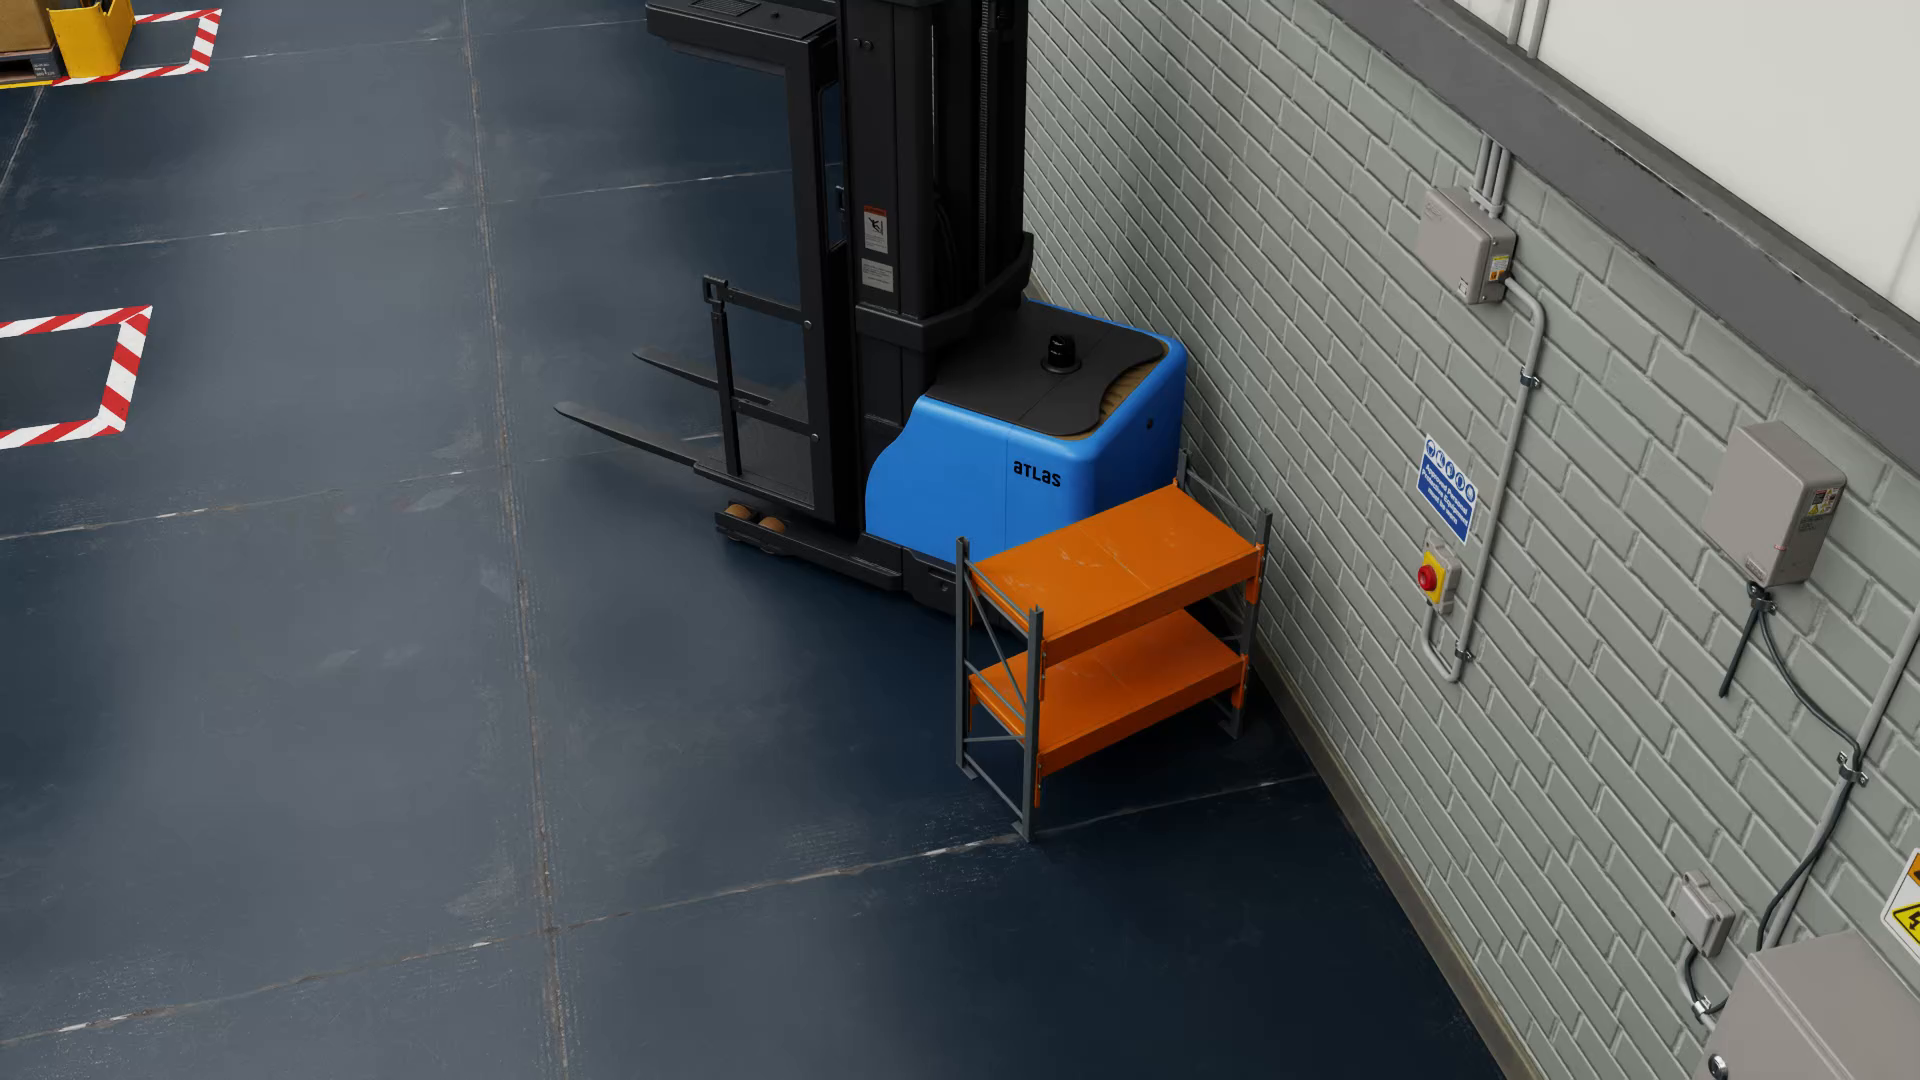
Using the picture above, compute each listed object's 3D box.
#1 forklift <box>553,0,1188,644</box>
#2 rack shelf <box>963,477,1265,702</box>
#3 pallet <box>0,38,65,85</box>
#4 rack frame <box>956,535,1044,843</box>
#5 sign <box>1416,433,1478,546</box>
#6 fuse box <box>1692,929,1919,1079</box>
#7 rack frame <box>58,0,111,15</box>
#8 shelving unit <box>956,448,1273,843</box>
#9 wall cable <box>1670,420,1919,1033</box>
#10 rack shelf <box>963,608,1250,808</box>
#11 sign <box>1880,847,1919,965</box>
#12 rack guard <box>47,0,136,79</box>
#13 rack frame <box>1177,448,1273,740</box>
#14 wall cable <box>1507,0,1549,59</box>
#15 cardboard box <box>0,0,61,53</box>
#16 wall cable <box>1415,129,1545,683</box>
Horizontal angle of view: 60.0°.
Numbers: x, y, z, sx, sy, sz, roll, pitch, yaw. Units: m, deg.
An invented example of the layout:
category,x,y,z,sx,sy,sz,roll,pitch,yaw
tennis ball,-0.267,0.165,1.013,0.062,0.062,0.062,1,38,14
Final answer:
category,x,y,z,sx,sy,sz,roll,pitch,yaw
forklift,-0.544,-1.357,7.112,3.031,2.935,1.130,20,42,24
rack shelf,0.560,0.161,6.131,1.000,0.278,0.538,-21,42,-26
pallet,-7.278,-3.643,12.338,1.213,0.211,1.003,-9,38,-12
rack frame,0.133,0.562,6.090,0.032,1.125,0.500,-21,42,-26
sign,1.541,-0.162,5.271,0.001,0.218,0.327,-9,38,-12
fuse box,1.901,1.750,4.054,0.414,1.711,0.539,-9,38,-12
rack frame,-6.527,-4.923,11.717,0.127,3.000,1.000,-9,38,-12
shelving unit,0.560,0.394,6.309,1.048,1.125,0.538,-21,42,-26
wall cable,1.875,0.410,3.909,0.122,1.984,0.588,-9,38,-12
rack shelf,0.560,0.588,6.458,1.000,0.278,0.538,-21,42,-26
sign,2.087,0.845,3.497,0.001,0.242,0.339,-9,38,-12
rack guard,-6.504,-3.934,12.481,0.348,0.500,1.175,-9,38,-12
rack frame,0.987,0.226,6.529,0.032,1.125,0.500,-21,42,-26
wall cable,1.475,-2.559,3.689,0.029,3.000,0.463,-9,38,-12
cardboard box,-7.124,-4.097,12.041,0.875,0.875,0.875,-9,38,-12
wall cable,1.494,-0.433,4.985,0.123,1.953,0.585,-9,38,-12
